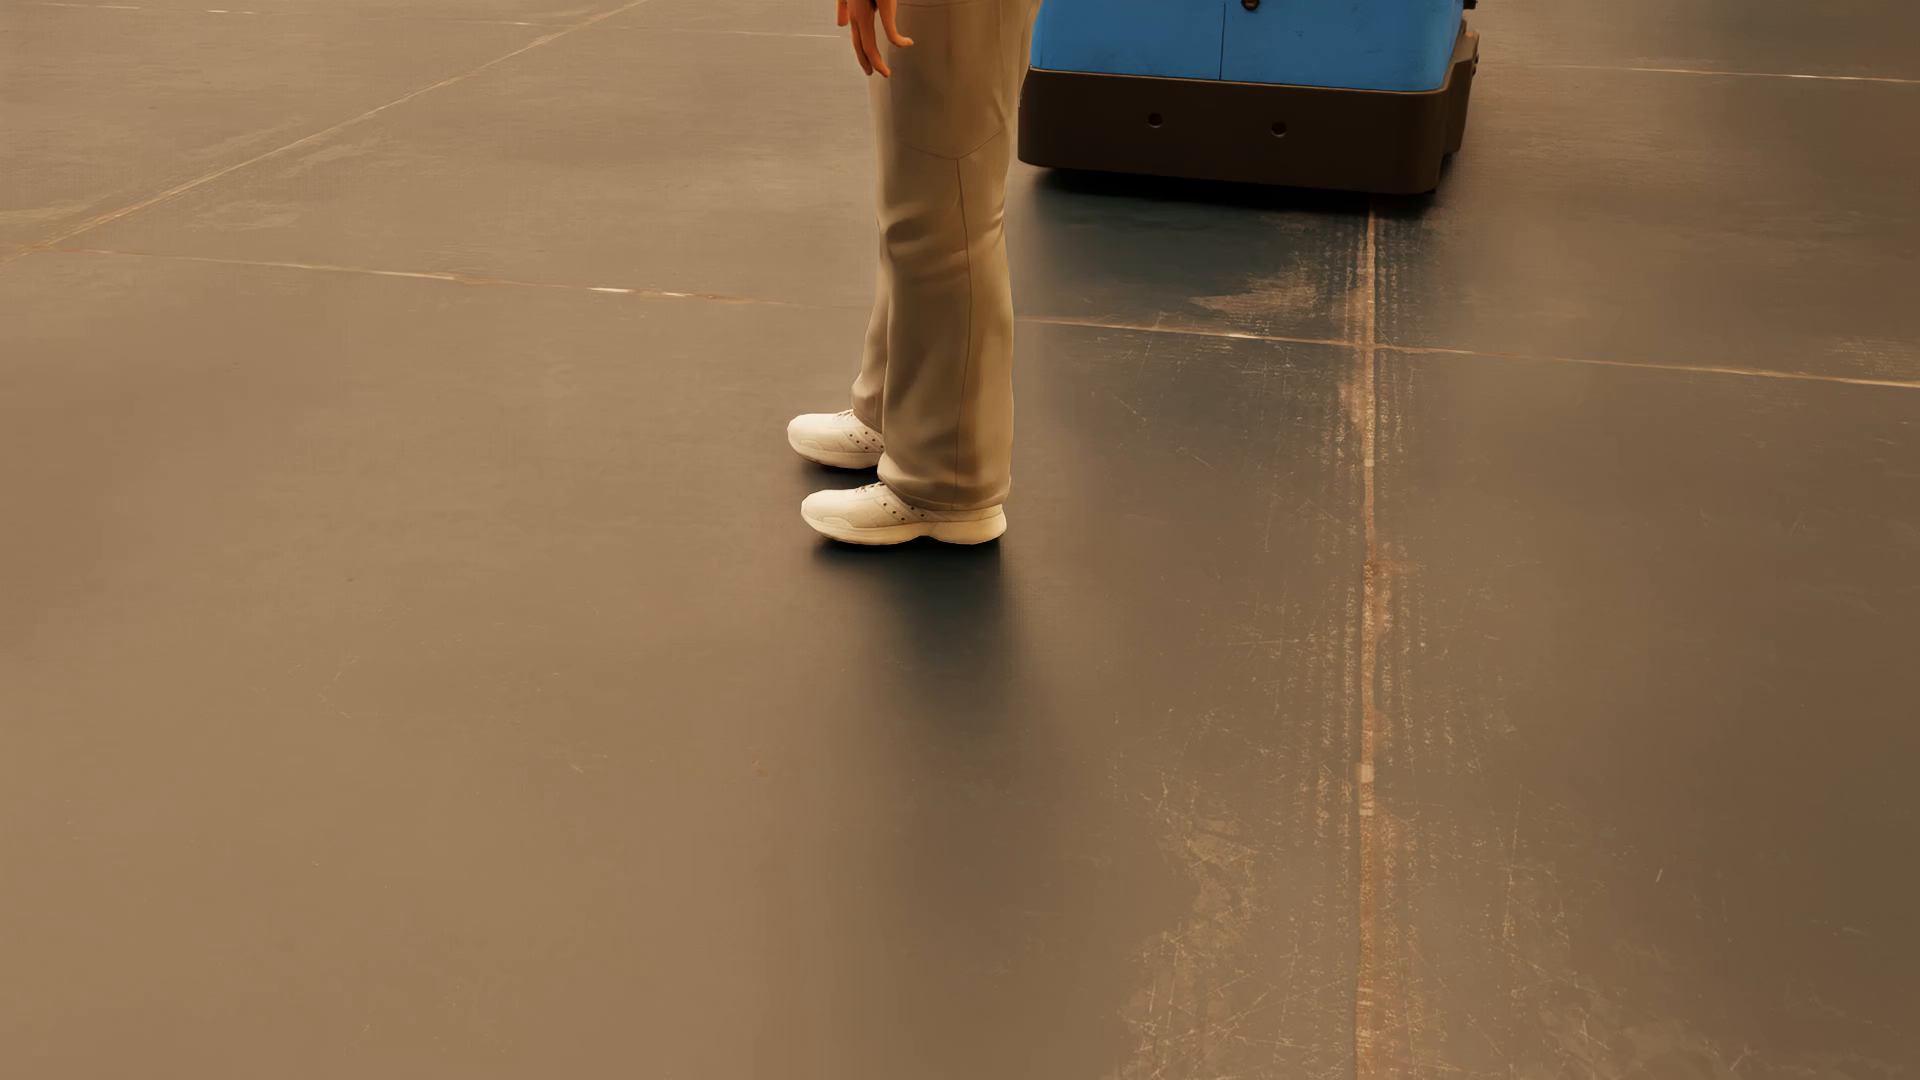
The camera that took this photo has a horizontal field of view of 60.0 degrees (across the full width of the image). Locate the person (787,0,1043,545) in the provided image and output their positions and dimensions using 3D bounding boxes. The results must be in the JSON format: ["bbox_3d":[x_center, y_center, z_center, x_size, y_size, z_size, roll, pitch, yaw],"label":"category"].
[{"bbox_3d":[-0.069,-0.768,2.146,0.549,1.675,0.549,6,27,11],"label":"person"}]

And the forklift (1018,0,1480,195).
[{"bbox_3d":[1.083,-2.778,4.753,1.130,2.935,3.031,8,28,16],"label":"forklift"}]
